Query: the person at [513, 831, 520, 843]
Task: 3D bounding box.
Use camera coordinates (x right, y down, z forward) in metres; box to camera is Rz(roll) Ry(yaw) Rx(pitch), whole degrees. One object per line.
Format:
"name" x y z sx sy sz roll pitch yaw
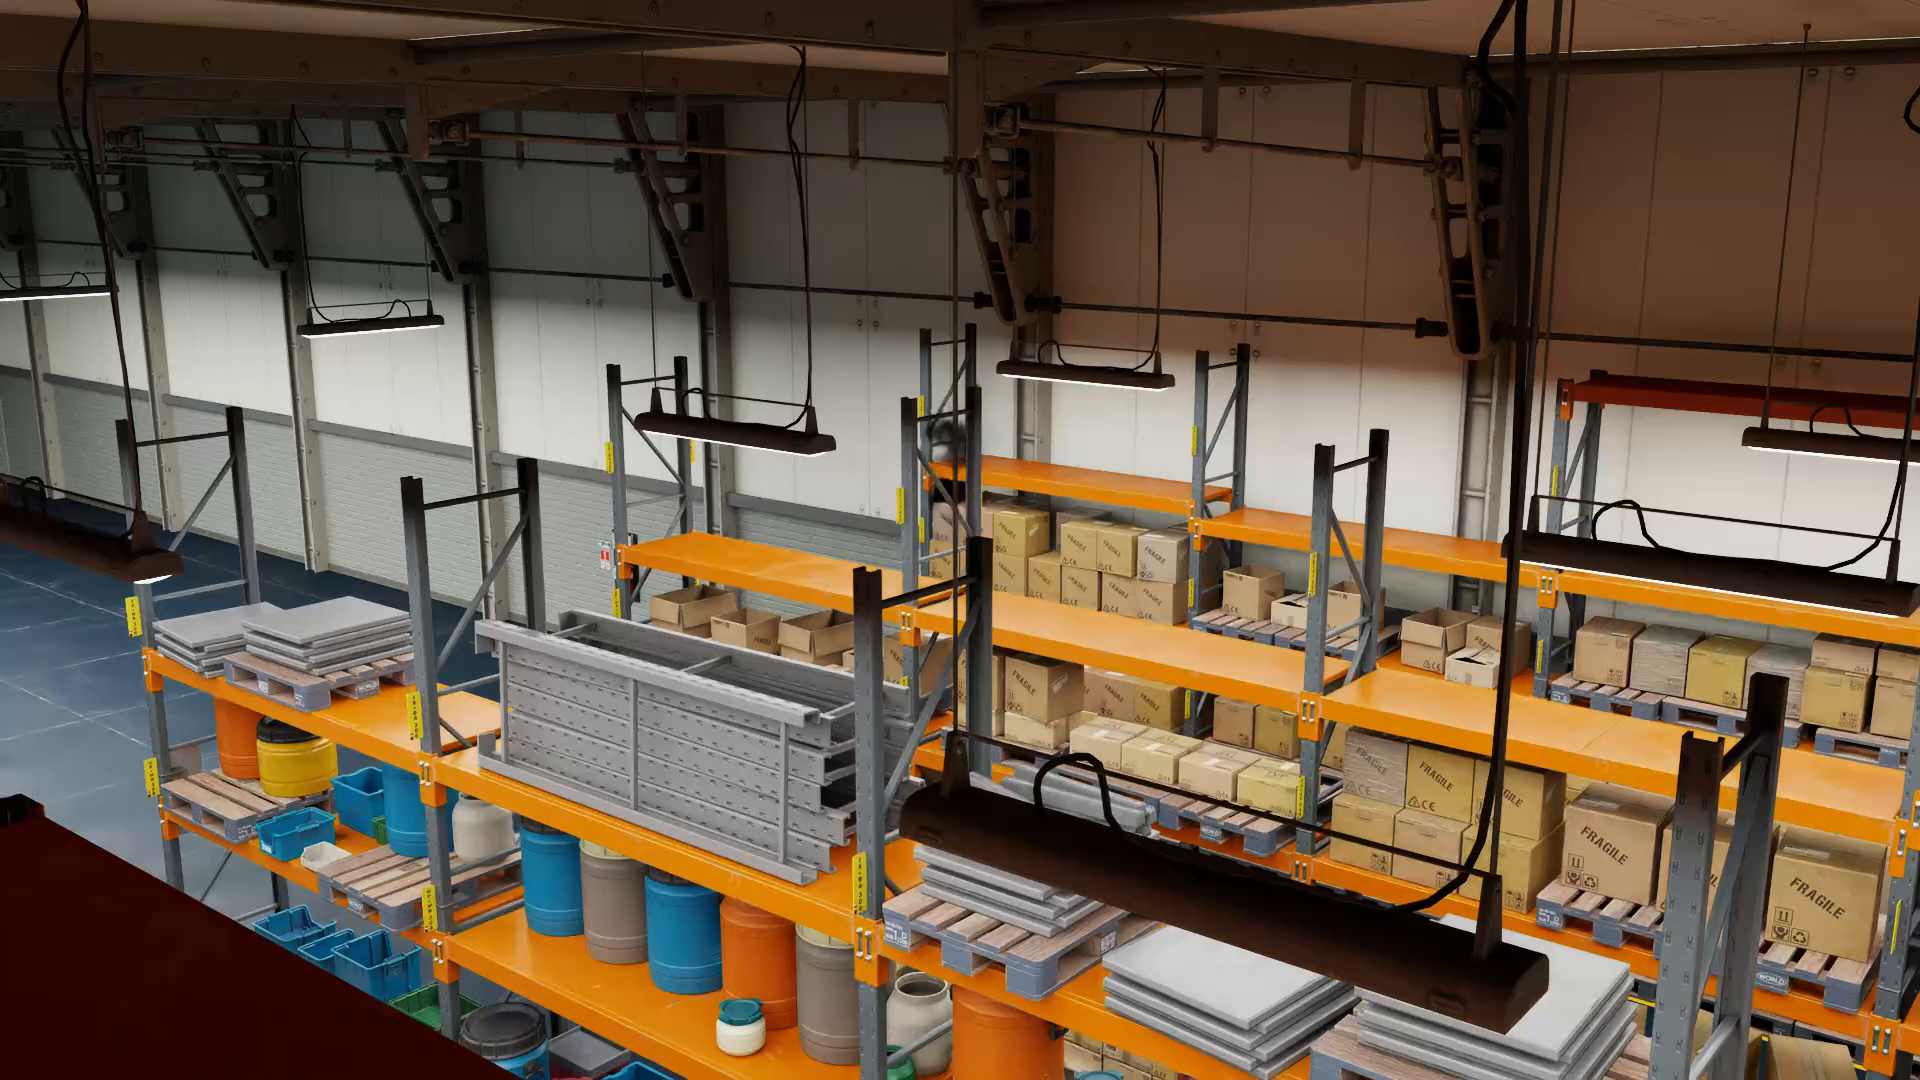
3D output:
"person" -5.457 3.055 19.048 0.807 1.656 0.579 -6 14 -26
